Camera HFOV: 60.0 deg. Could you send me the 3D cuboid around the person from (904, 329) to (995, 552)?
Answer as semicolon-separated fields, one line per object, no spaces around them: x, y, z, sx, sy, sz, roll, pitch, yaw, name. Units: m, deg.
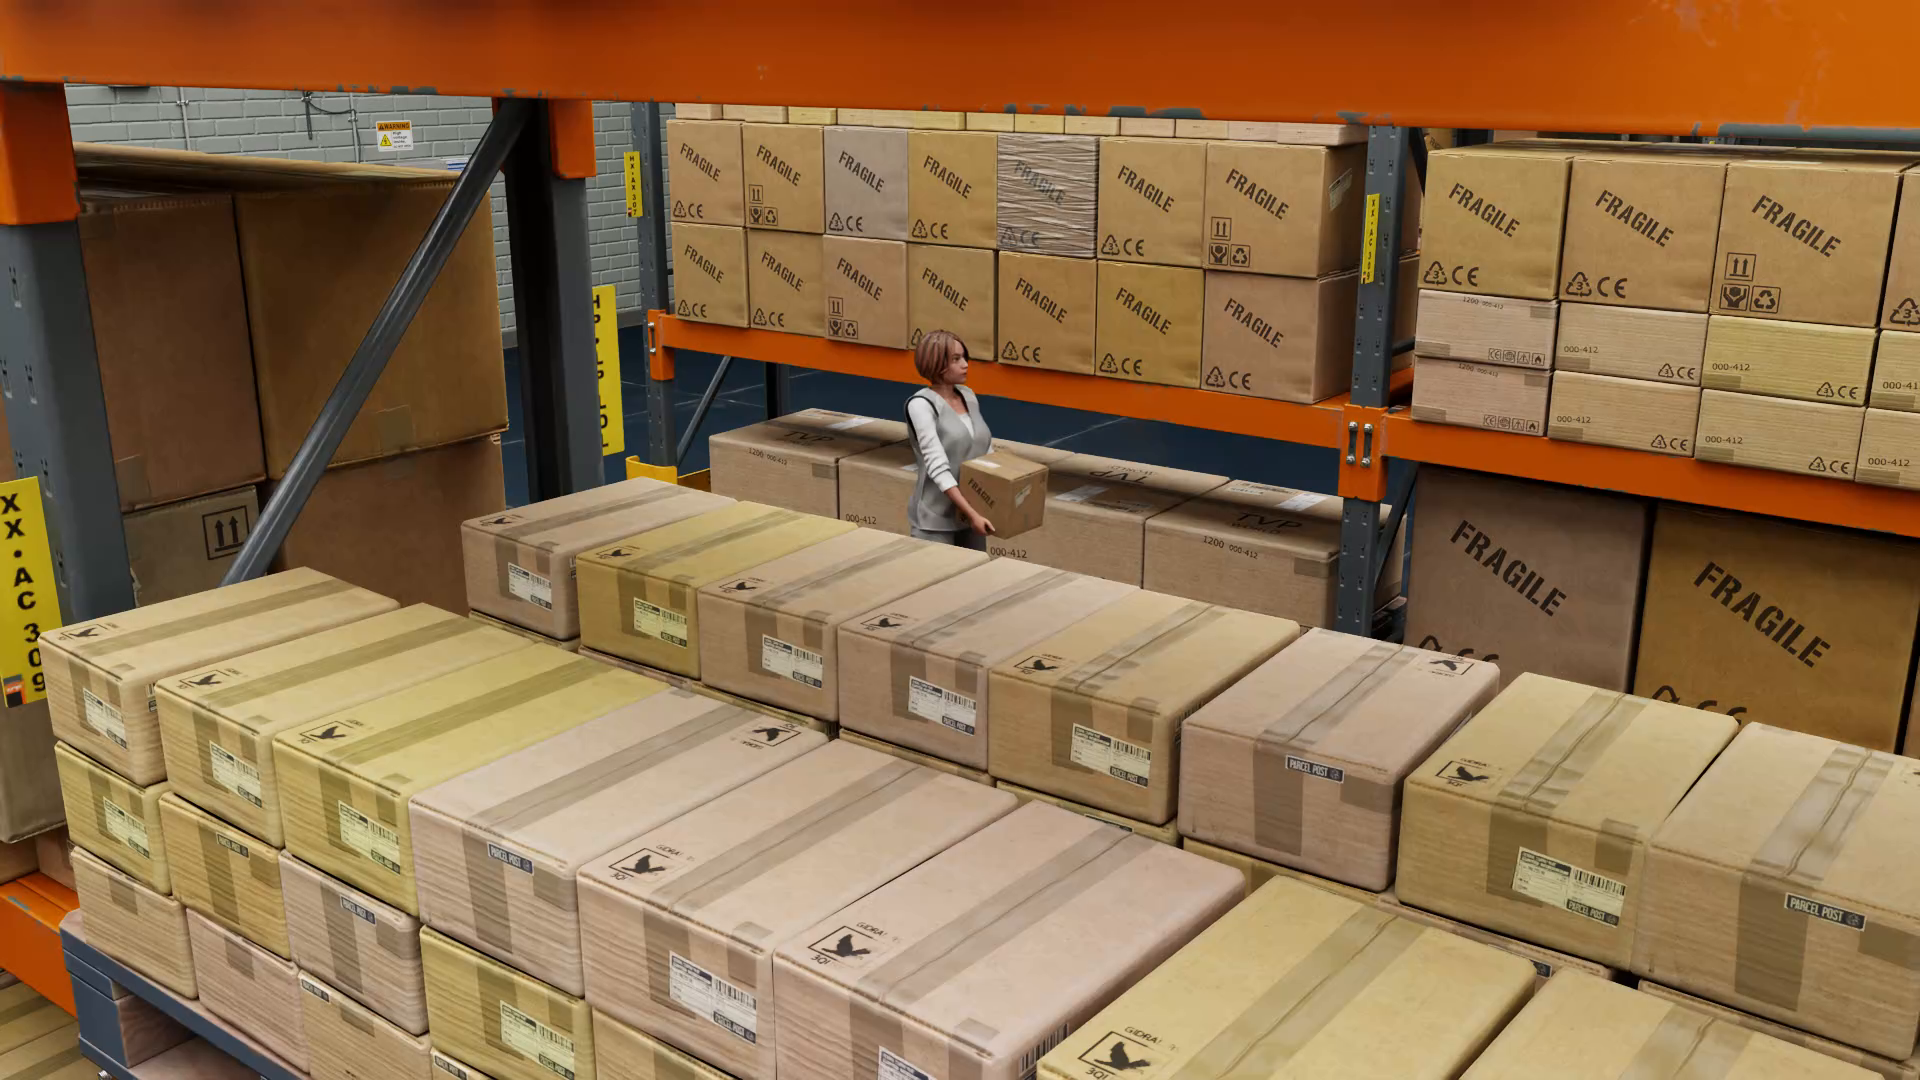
0.025;-0.045;6.716;0.492;1.590;0.404;13;21;36;person
